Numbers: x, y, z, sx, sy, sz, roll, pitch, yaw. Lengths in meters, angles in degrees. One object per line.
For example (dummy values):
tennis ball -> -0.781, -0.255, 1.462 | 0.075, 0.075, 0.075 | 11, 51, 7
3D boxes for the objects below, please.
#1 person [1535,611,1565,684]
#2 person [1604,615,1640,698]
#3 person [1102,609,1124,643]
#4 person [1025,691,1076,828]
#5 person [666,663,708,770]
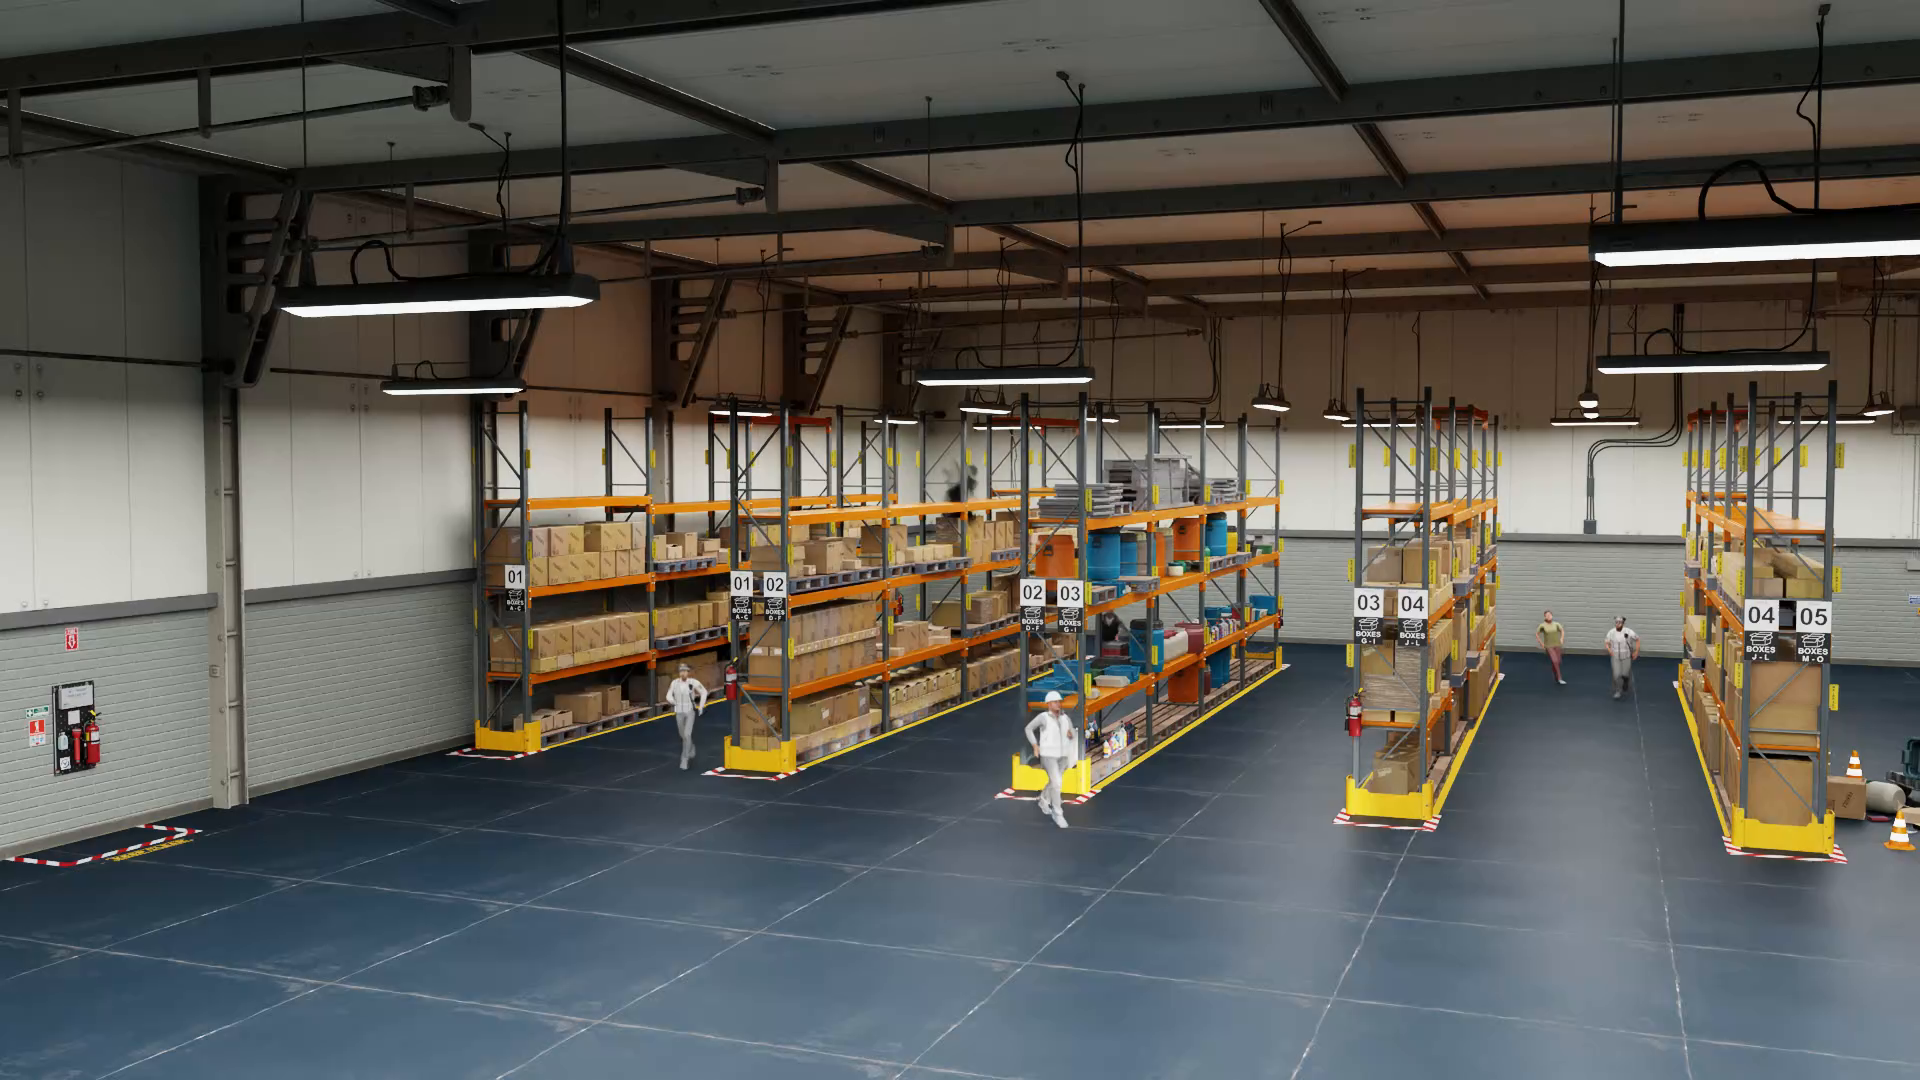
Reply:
person -> 13.191, 2.383, 37.147 | 0.628, 1.607, 0.663 | 0, 3, 6
person -> 13.839, 2.447, 34.807 | 0.684, 1.744, 0.640 | 2, 3, 31
person -> 3.446, 2.312, 38.308 | 0.651, 1.674, 0.616 | 0, 3, 9
person -> 1.289, 2.989, 22.915 | 0.635, 1.819, 0.834 | -2, 3, -35
person -> -4.482, 2.842, 27.183 | 0.651, 1.704, 0.896 | 0, 3, 9
